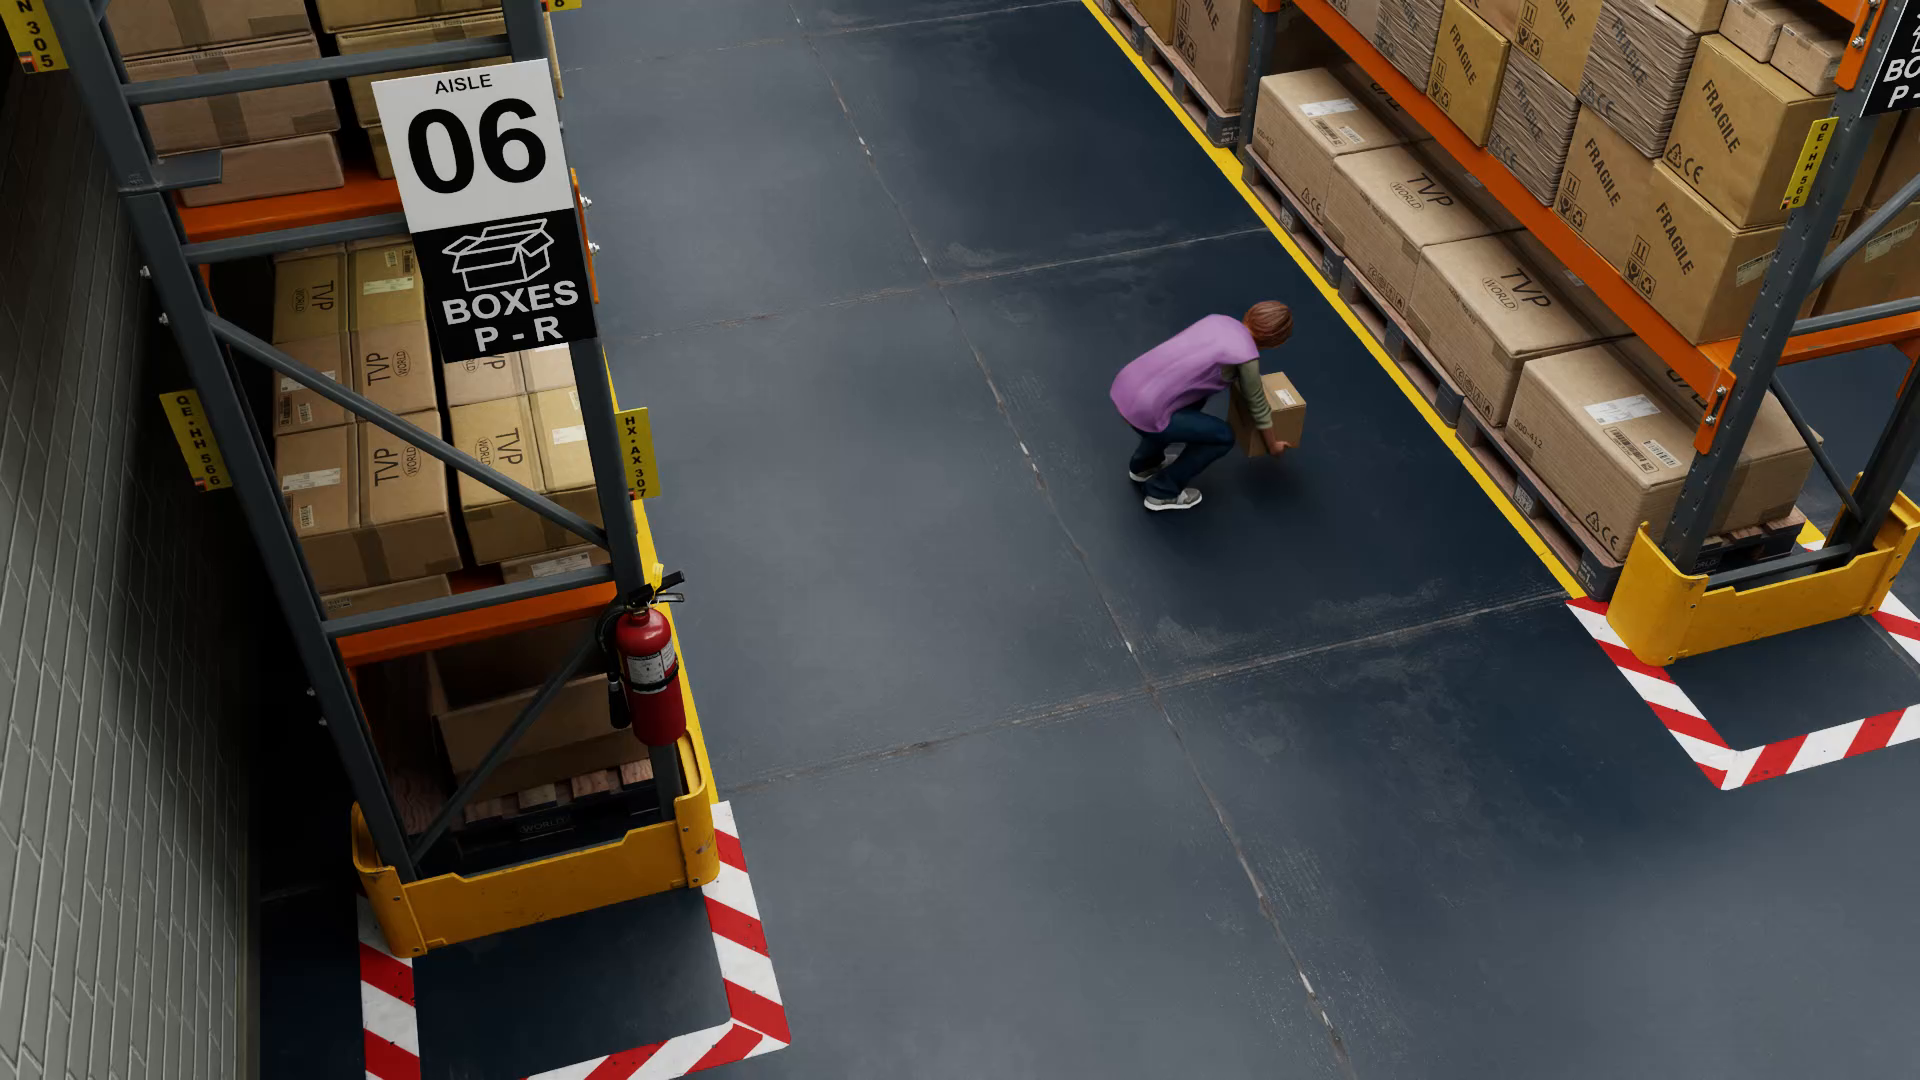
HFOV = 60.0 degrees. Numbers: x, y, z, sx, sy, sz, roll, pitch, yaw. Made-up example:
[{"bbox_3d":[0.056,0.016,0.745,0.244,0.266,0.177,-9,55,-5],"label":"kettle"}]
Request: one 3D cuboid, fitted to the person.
[{"bbox_3d":[1.051,-0.591,7.325,0.834,0.896,0.428,-13,44,-14],"label":"person"}]
